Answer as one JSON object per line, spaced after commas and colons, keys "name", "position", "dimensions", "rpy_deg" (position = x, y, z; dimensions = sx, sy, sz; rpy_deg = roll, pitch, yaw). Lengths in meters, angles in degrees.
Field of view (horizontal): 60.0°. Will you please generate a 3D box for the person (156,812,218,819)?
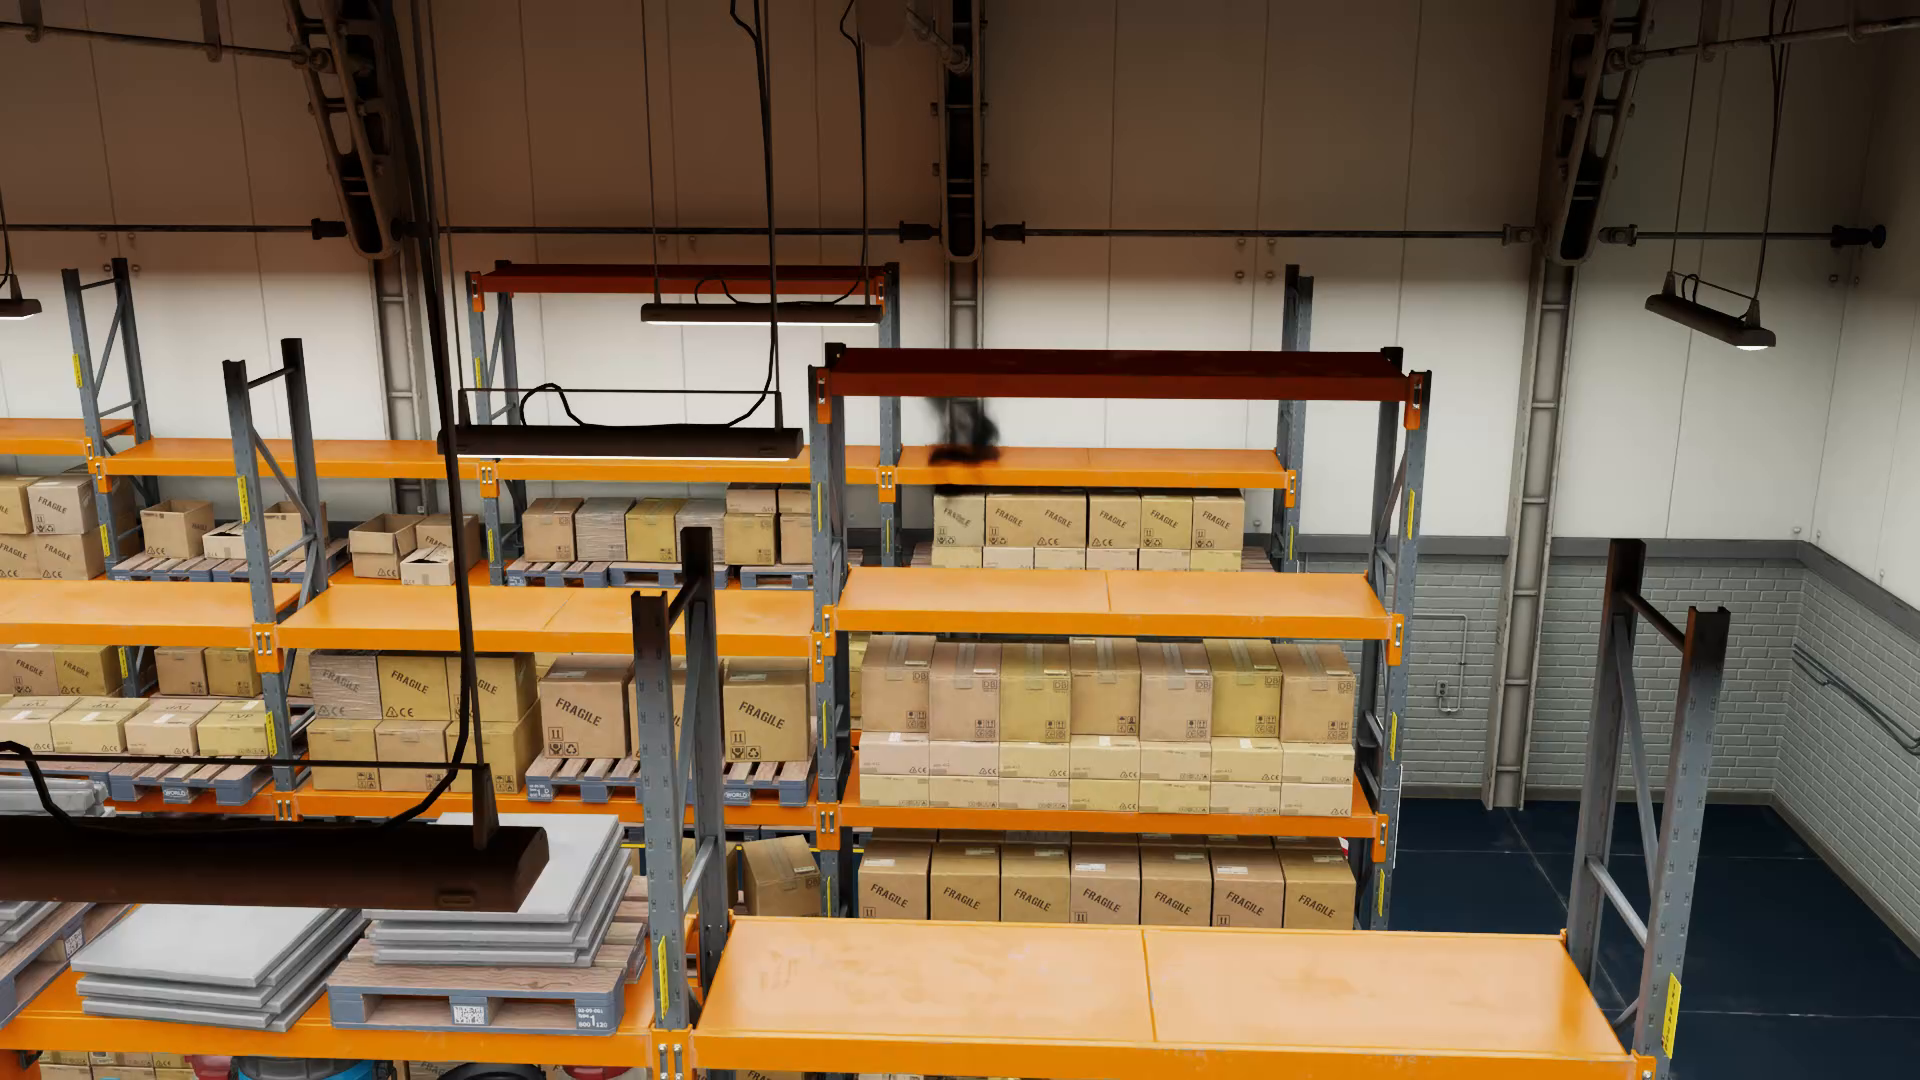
{"name": "person", "position": [-7.081, 2.951, 15.216], "dimensions": [0.919, 1.833, 0.668], "rpy_deg": [-3, 16, -10]}
